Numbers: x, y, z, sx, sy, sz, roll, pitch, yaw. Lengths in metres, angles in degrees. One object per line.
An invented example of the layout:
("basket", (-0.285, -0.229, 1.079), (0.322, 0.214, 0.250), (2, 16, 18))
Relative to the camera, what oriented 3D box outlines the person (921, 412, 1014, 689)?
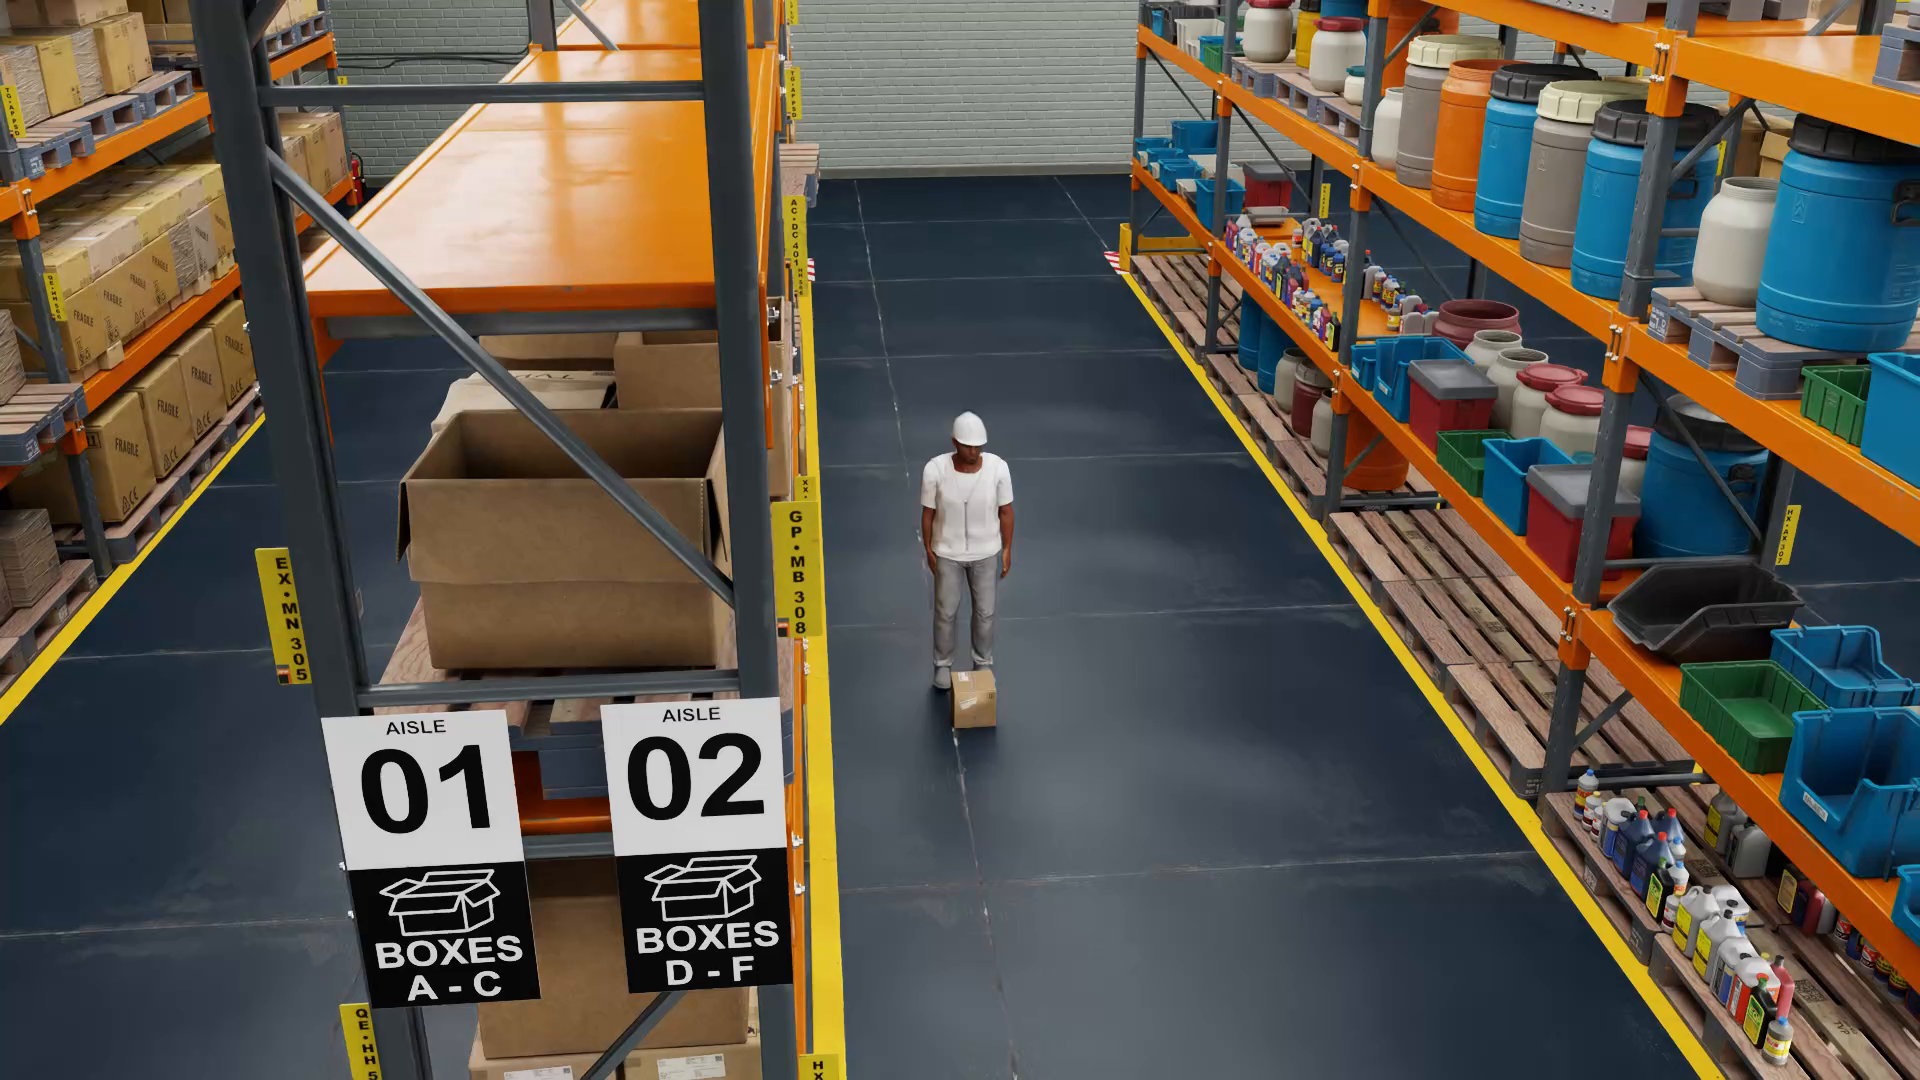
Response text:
("person", (0.048, 0.064, 10.152), (0.566, 1.763, 0.364), (-2, 24, -4))
